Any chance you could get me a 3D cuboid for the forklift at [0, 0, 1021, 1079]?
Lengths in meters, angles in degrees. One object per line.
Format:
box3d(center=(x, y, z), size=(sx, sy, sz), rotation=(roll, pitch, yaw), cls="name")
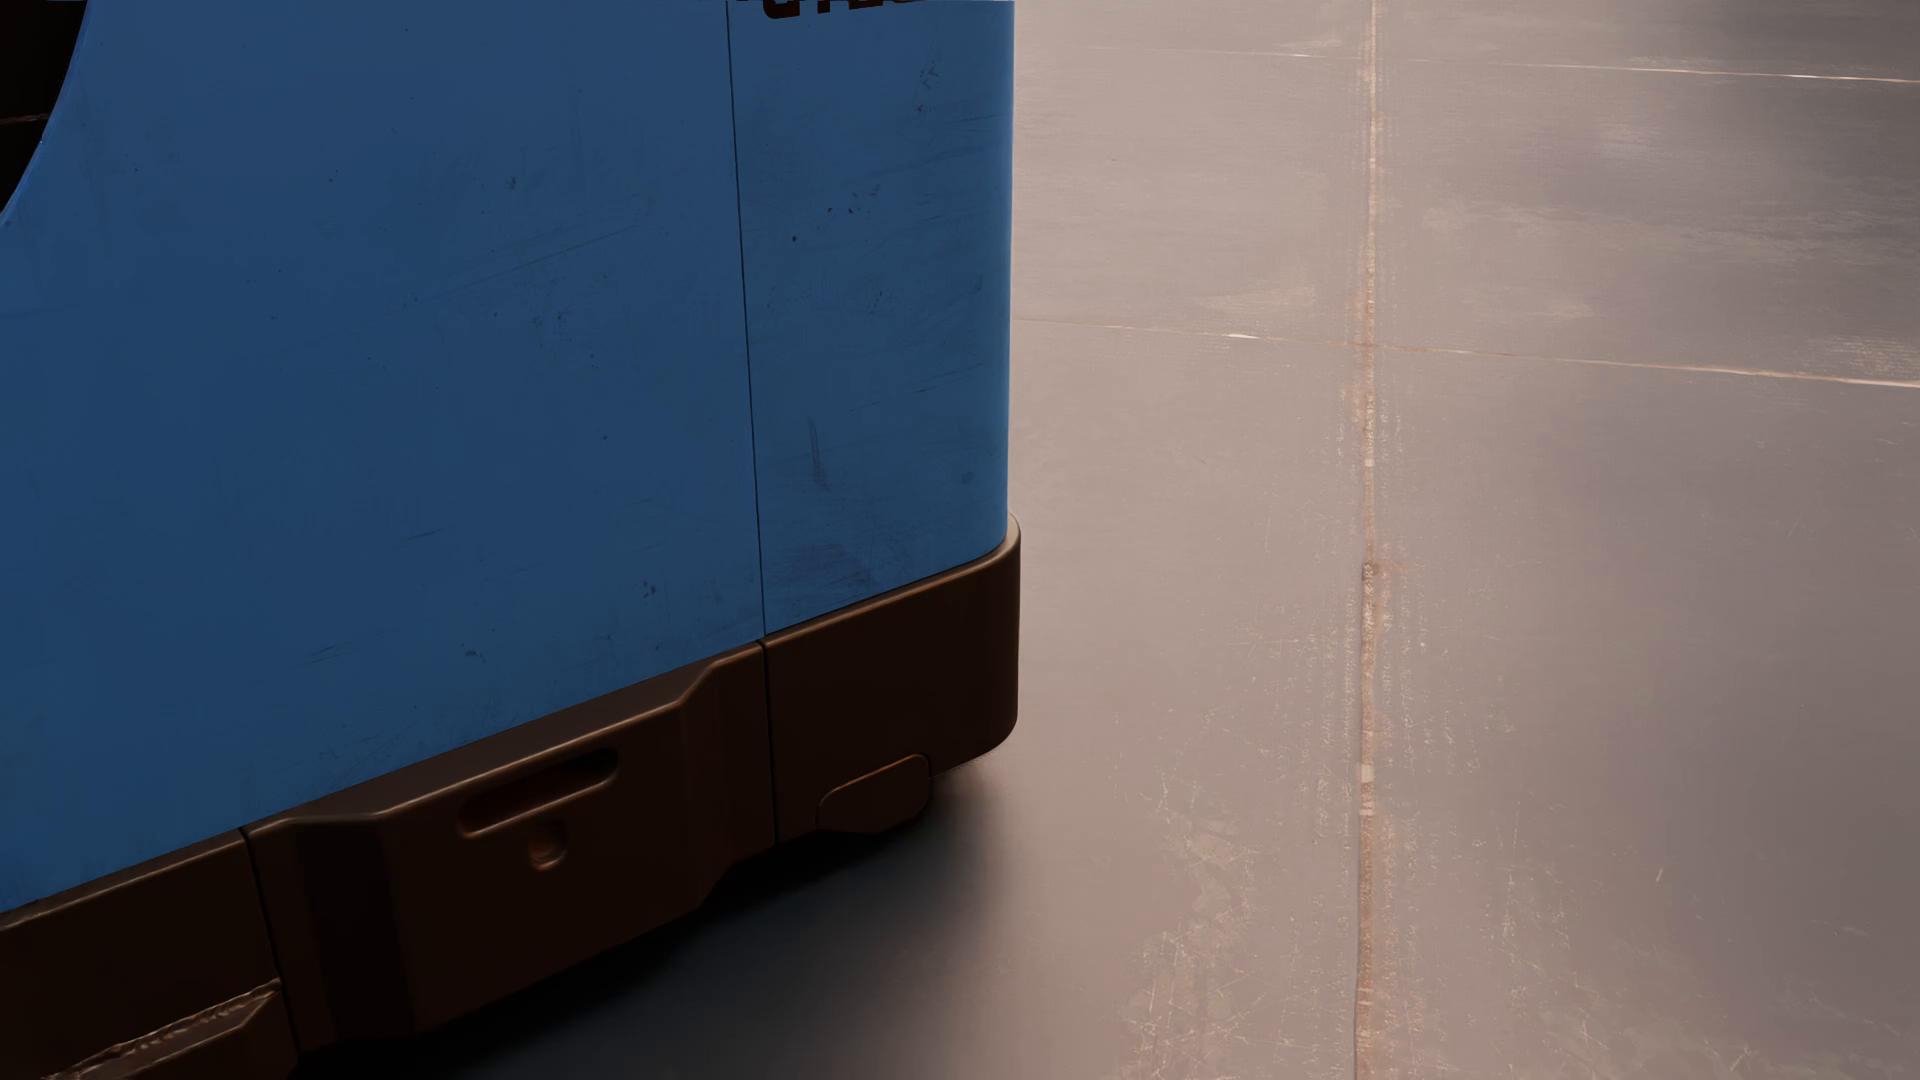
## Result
box3d(center=(-1.407, -0.800, 0.831), size=(3.031, 2.935, 1.130), rotation=(-19, 33, -33), cls="forklift")
